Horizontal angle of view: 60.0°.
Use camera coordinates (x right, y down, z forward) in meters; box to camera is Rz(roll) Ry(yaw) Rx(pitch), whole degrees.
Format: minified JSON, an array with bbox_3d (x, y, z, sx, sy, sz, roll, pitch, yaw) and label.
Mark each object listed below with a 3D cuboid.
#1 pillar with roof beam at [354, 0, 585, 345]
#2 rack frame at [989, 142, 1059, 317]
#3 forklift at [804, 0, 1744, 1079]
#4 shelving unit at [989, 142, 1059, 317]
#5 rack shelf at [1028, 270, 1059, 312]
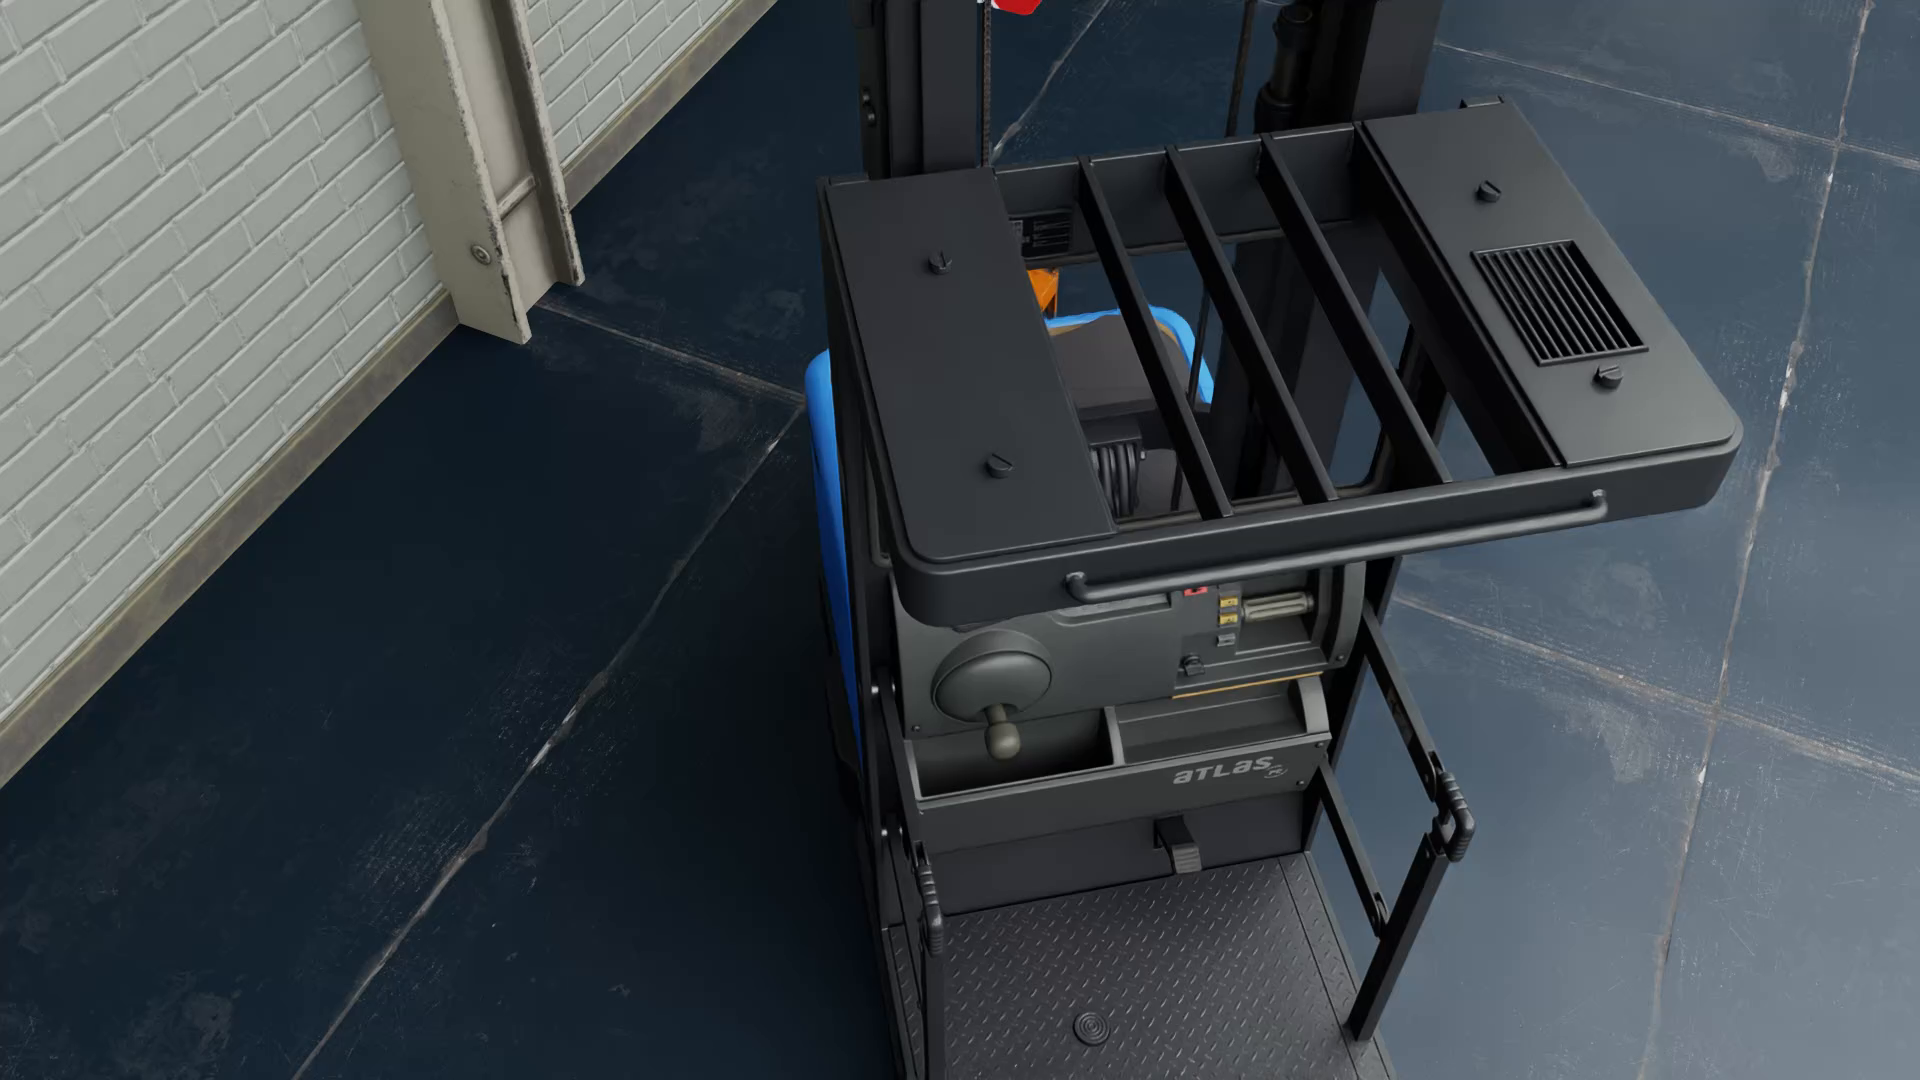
[{"bbox_3d":[2.307,-2.386,1.371,9.100,9.000,0.400,20,52,16],"label":"pillar with roof beam"},{"bbox_3d":[0.175,-0.674,5.036,0.240,1.200,0.015,20,53,16],"label":"rack frame"},{"bbox_3d":[0.379,0.284,3.084,1.130,2.935,3.031,-9,50,-7],"label":"forklift"},{"bbox_3d":[0.070,-0.507,4.893,0.258,1.200,0.503,20,53,16],"label":"shelving unit"},{"bbox_3d":[0.070,-0.608,4.774,0.258,0.148,0.480,20,53,16],"label":"rack shelf"}]
